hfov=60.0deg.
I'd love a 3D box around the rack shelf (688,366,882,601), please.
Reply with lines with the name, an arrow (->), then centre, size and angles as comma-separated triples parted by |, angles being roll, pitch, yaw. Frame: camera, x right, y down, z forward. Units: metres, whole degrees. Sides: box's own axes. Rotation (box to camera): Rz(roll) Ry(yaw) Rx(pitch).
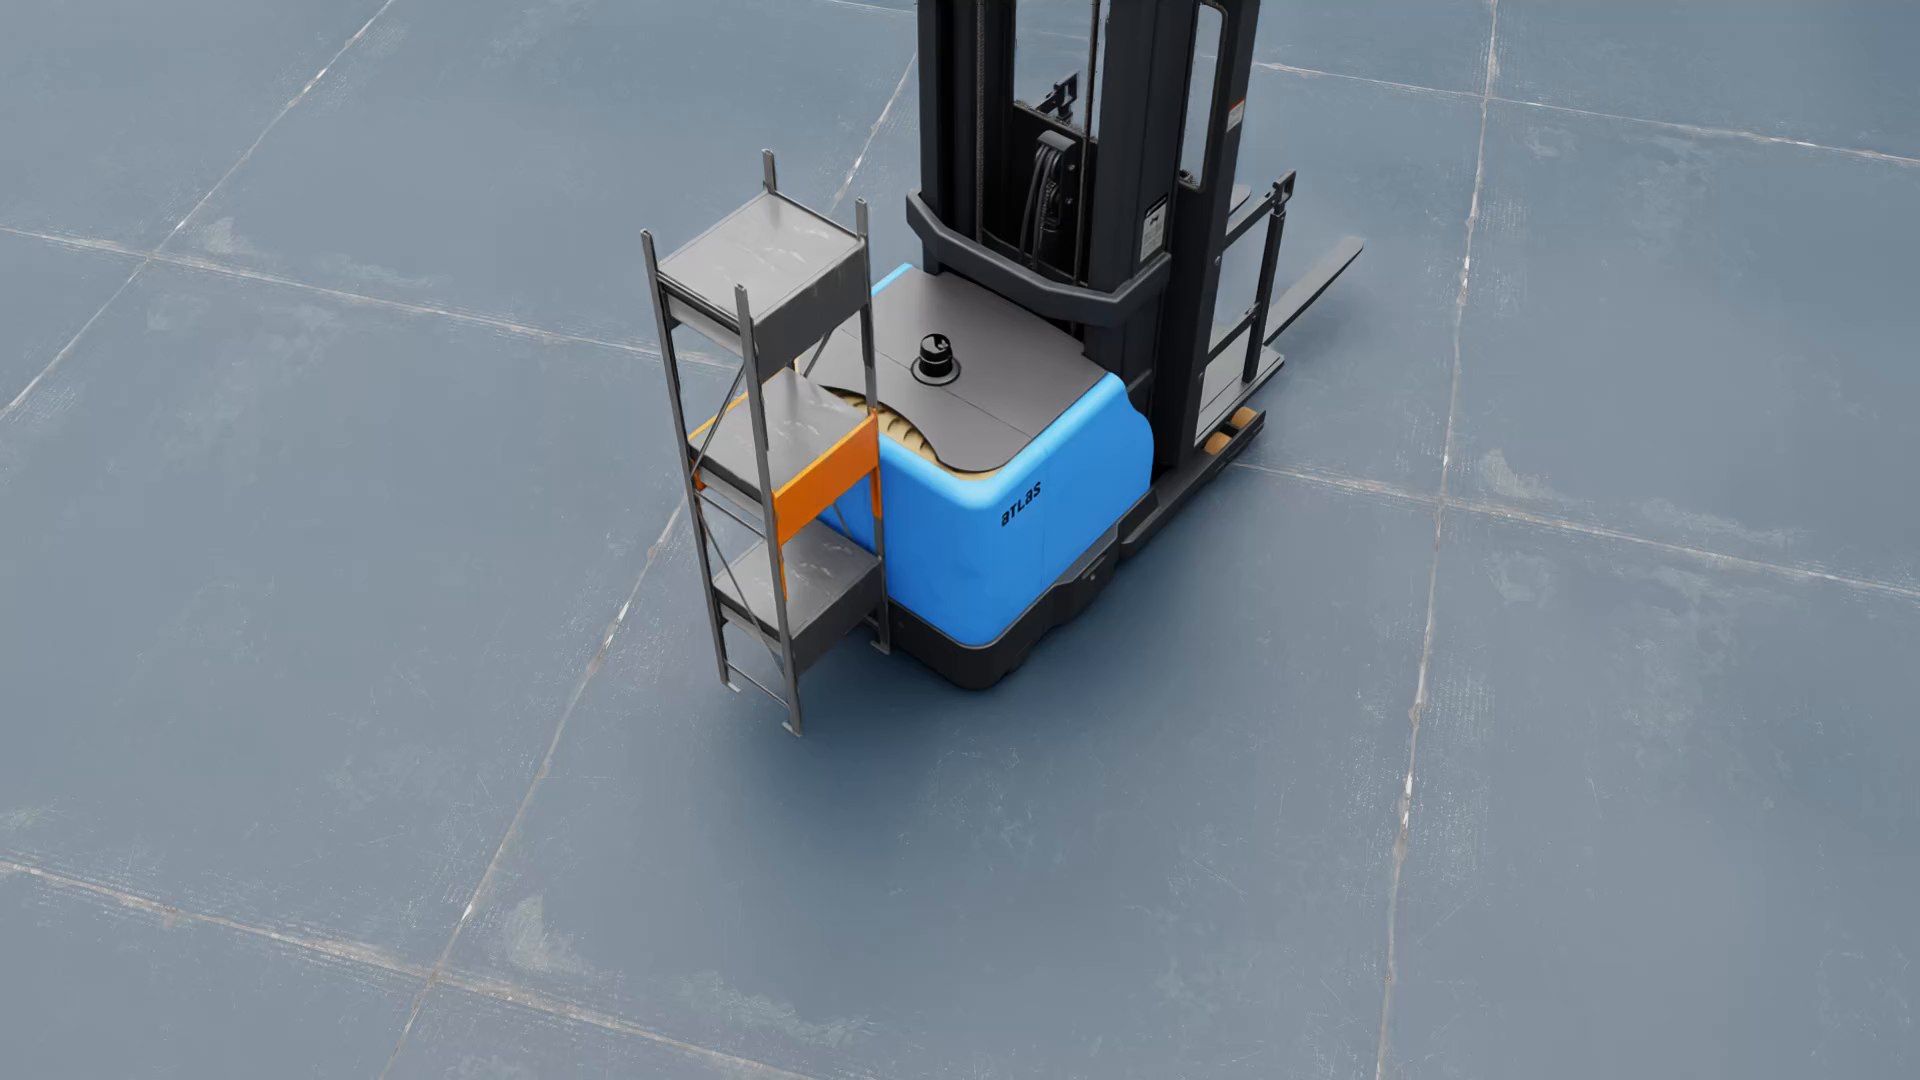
rack shelf -> -0.577, -0.206, 5.469 | 0.431, 0.518, 0.480 | 32, 56, 25

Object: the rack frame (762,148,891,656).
rack frame -> -0.422, -0.356, 5.583 | 0.400, 2.100, 0.015 | 32, 56, 25

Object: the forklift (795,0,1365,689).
forklift -> 0.627, -1.470, 6.011 | 1.130, 2.935, 3.031 | 32, 56, 25

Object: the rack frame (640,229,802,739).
rack frame -> -0.732, -0.074, 5.334 | 0.400, 2.100, 0.015 | 32, 56, 25

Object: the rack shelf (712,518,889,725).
rack shelf -> -0.577, 0.257, 5.993 | 0.431, 0.518, 0.480 | 32, 56, 25

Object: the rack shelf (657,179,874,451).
rack shelf -> -0.577, -0.669, 4.944 | 0.431, 0.518, 0.480 | 32, 56, 25

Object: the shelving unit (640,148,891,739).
shelving unit -> -0.577, -0.215, 5.458 | 0.431, 2.100, 0.503 | 32, 56, 25
